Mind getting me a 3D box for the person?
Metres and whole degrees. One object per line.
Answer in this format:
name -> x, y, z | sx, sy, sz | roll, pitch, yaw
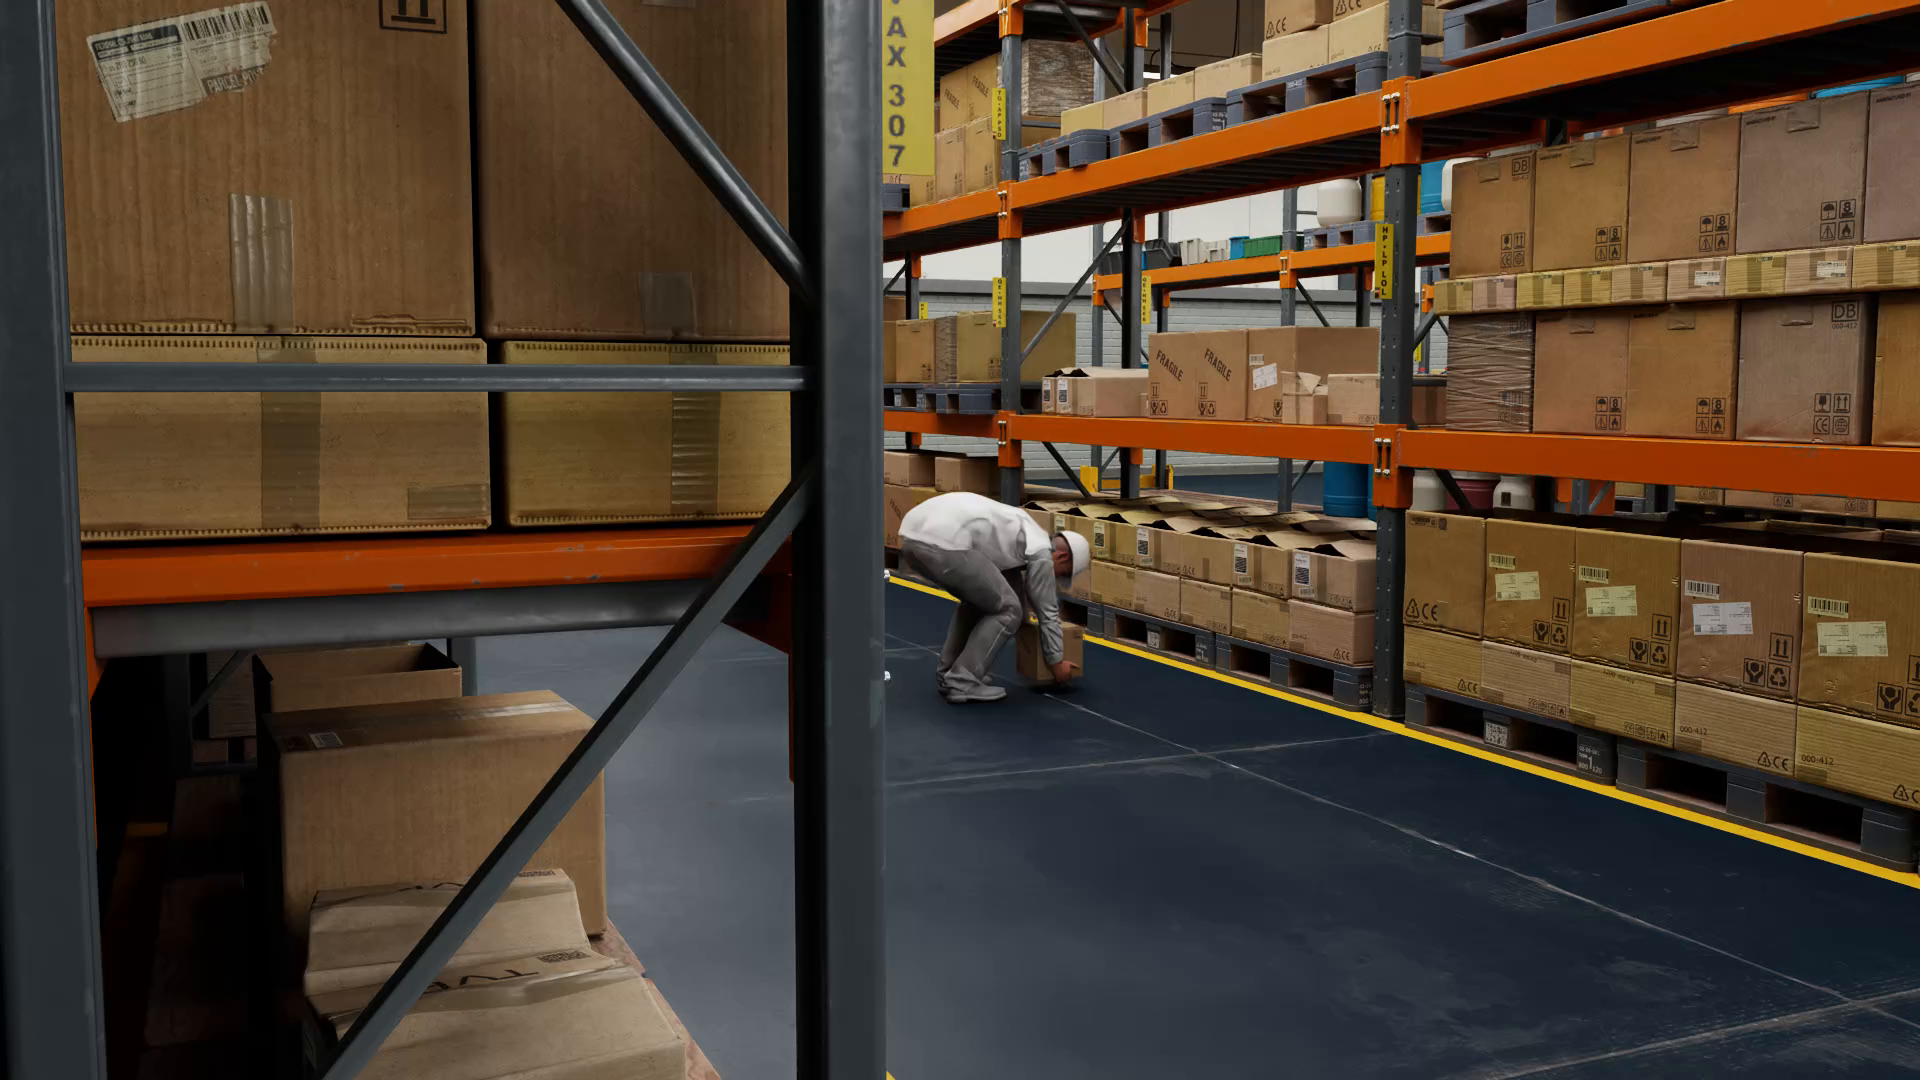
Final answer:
person -> 0.195, 0.256, 8.078 | 0.996, 0.988, 0.495 | -3, 6, -26
